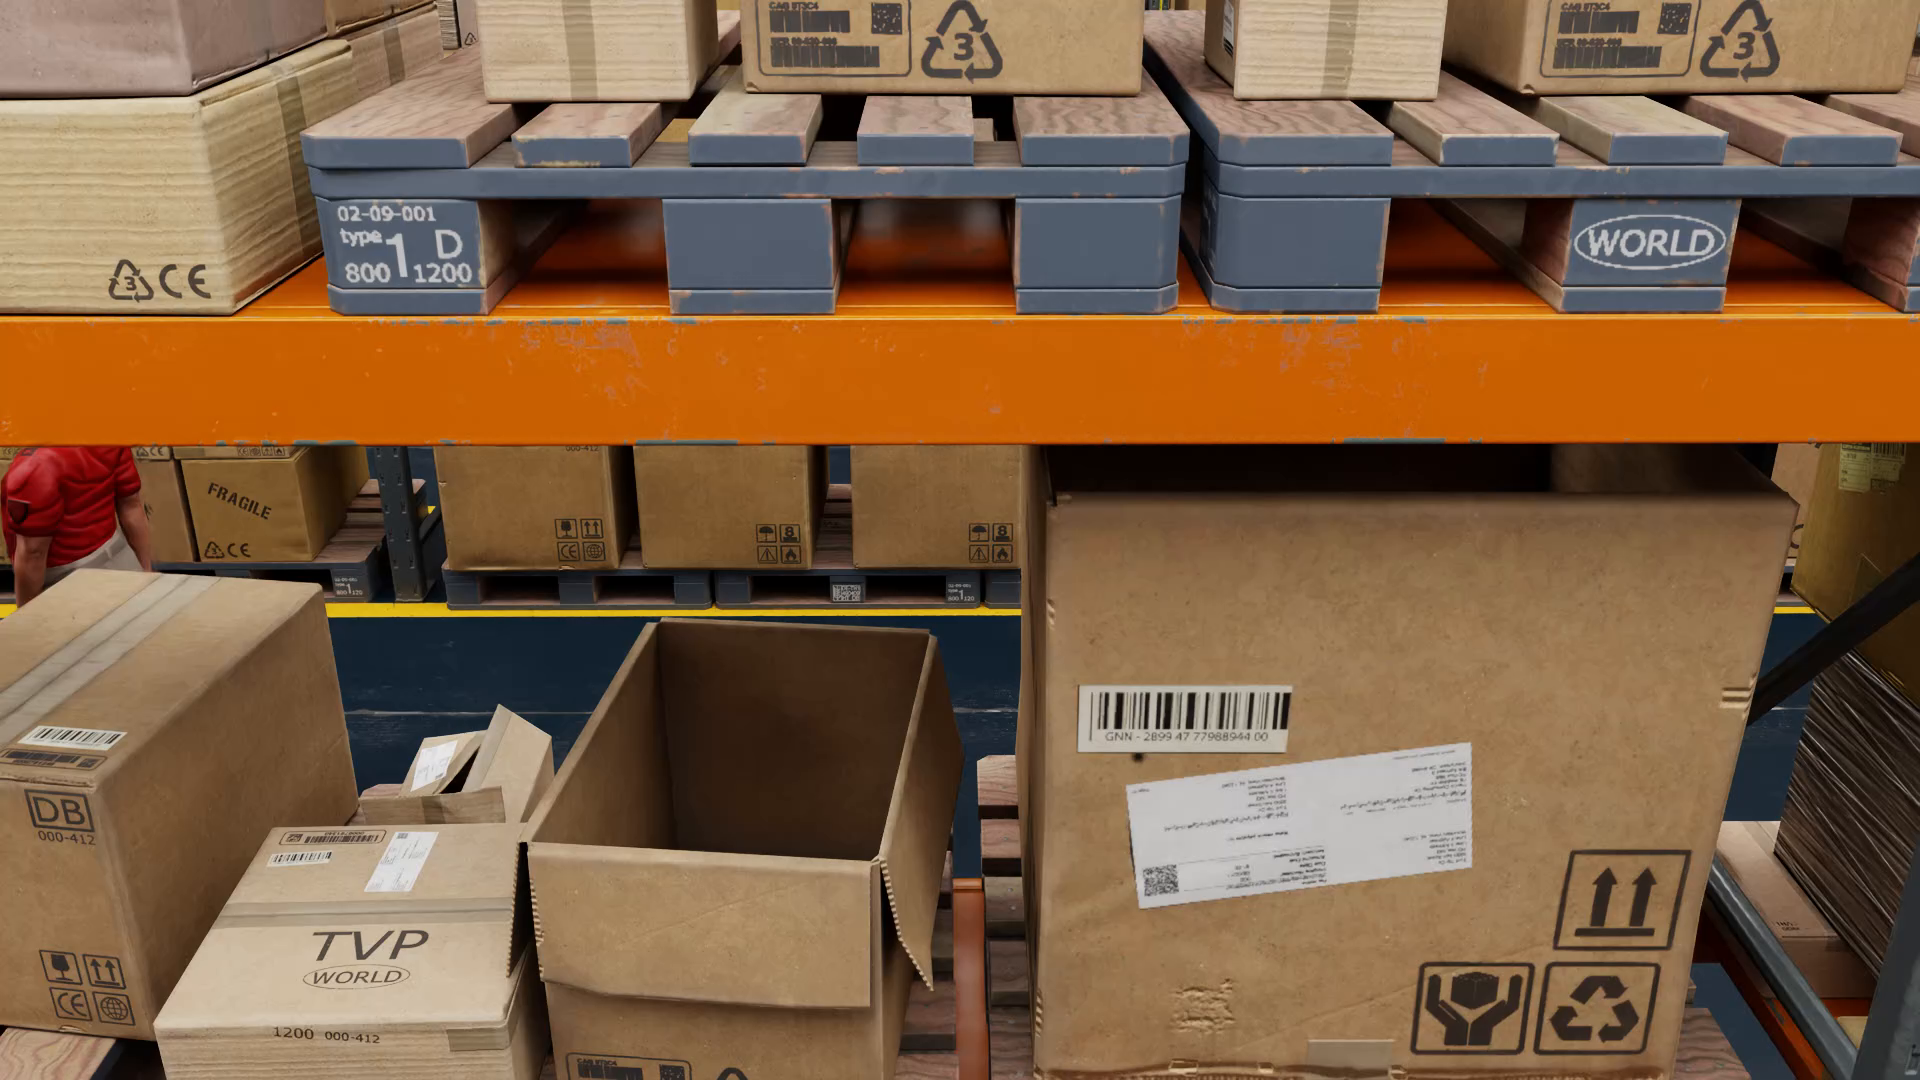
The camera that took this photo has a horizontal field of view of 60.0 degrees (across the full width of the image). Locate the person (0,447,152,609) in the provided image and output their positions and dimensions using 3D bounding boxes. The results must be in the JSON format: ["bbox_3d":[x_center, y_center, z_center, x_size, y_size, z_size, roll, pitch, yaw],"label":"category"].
[{"bbox_3d":[-3.003,0.175,5.713,0.893,1.686,0.527,2,24,4],"label":"person"}]
